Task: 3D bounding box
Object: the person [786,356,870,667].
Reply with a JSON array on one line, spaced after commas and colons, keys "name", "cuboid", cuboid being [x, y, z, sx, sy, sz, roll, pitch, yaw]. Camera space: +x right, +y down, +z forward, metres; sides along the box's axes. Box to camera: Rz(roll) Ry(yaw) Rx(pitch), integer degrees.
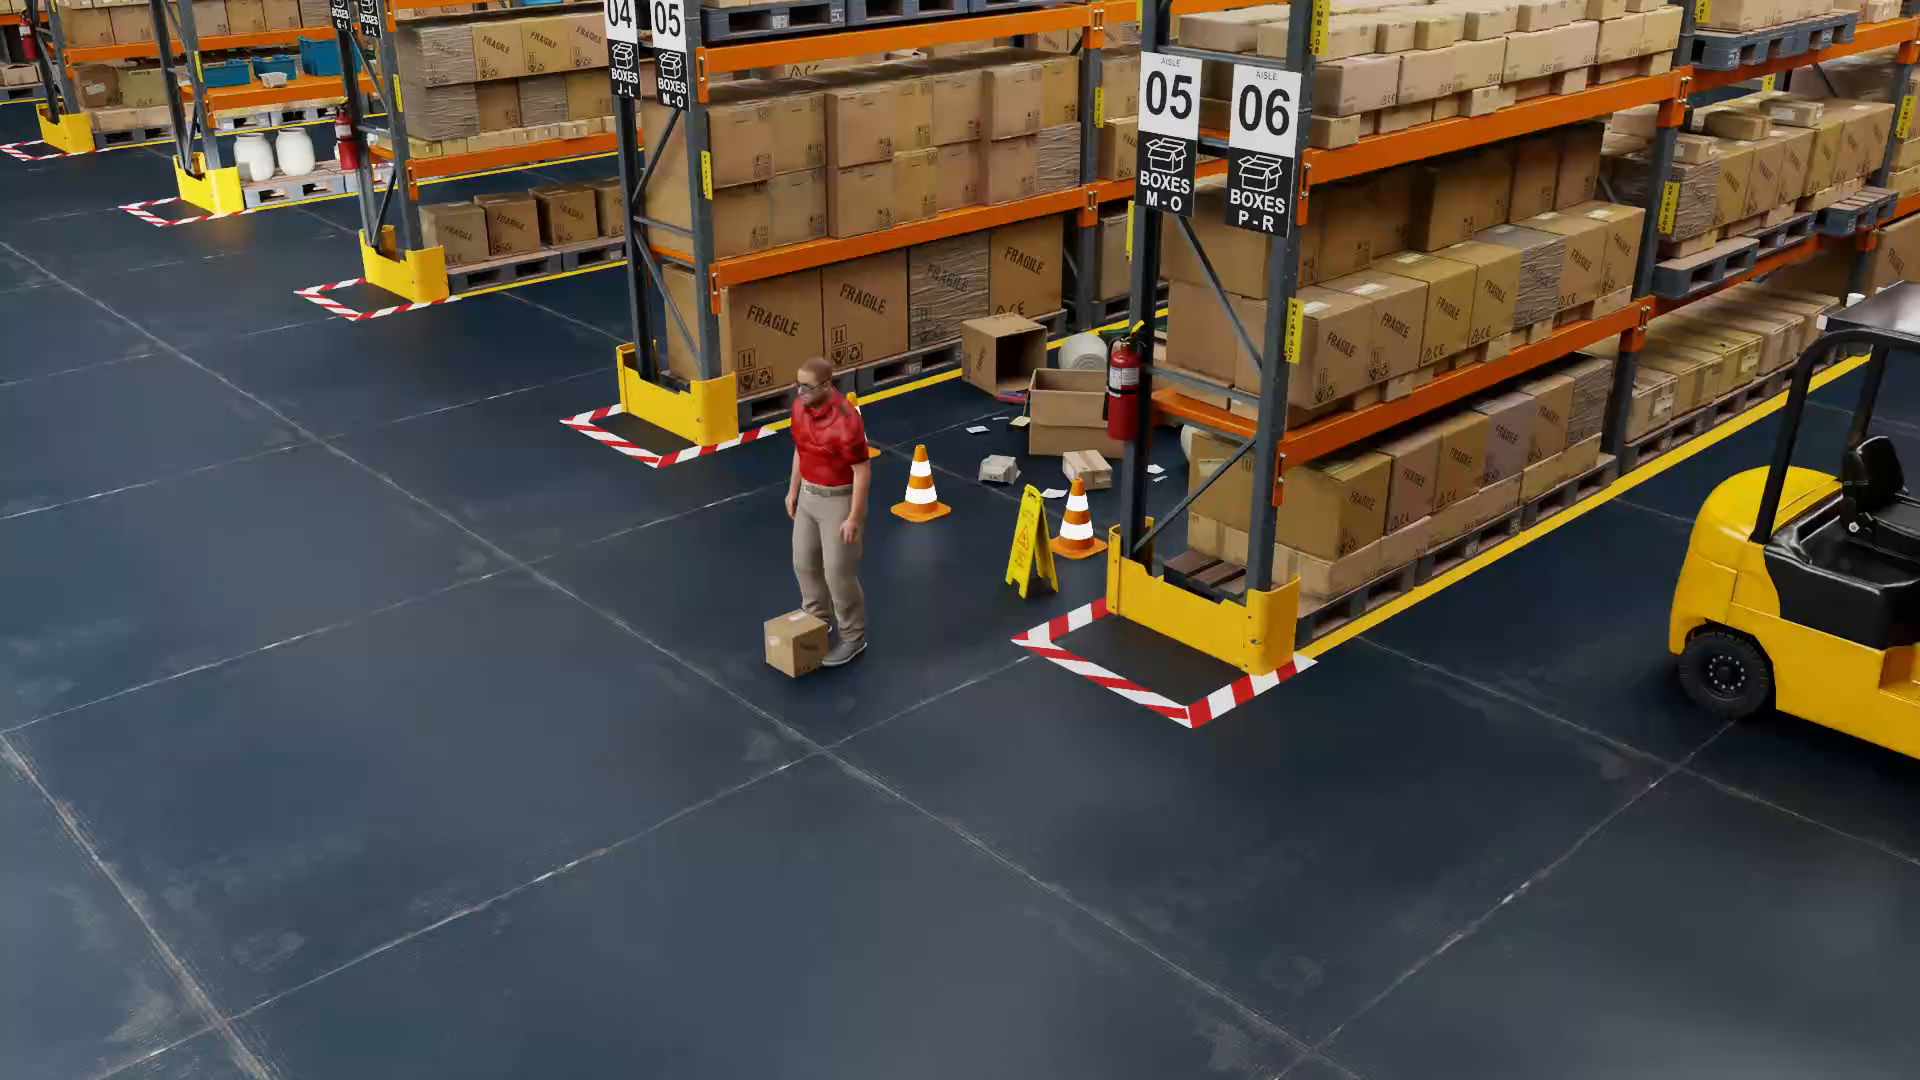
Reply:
[{"name": "person", "cuboid": [-0.721, -0.181, 9.021, 0.390, 1.727, 0.585, -21, 32, -39]}]
